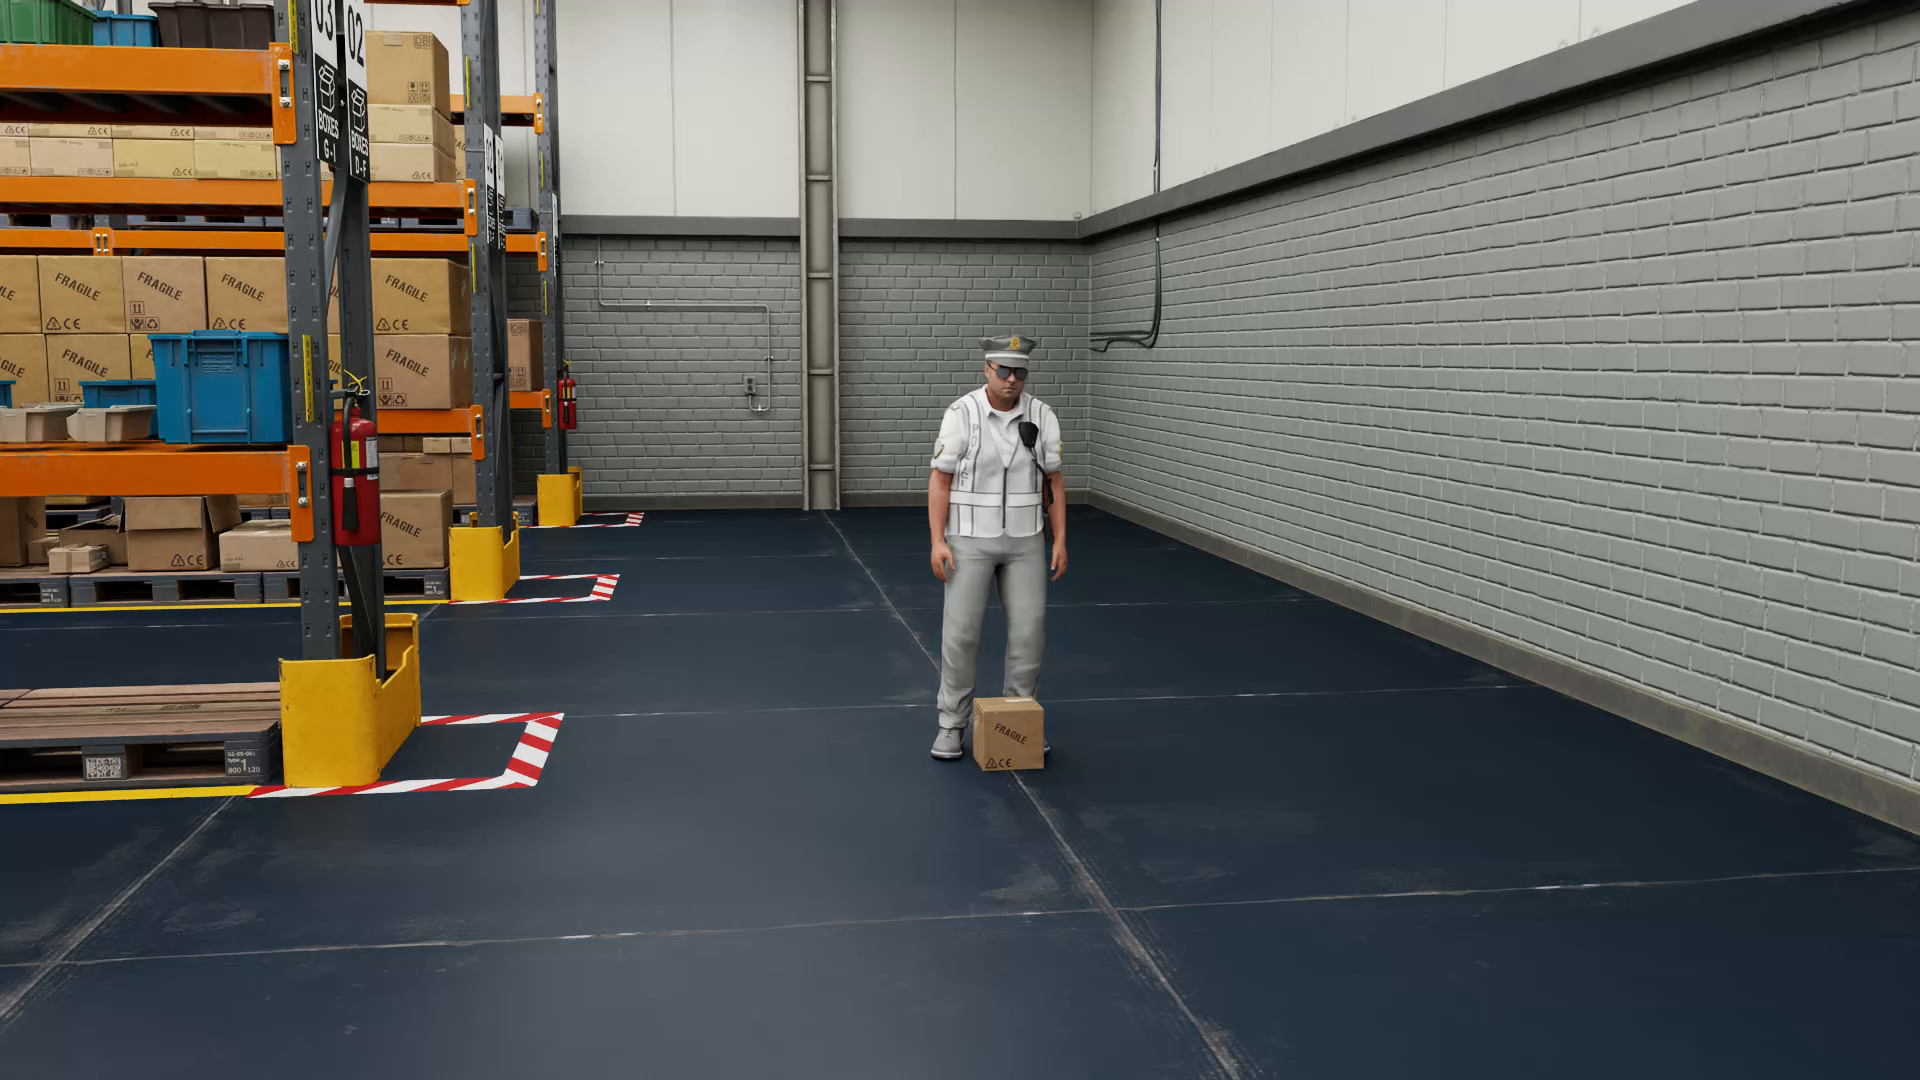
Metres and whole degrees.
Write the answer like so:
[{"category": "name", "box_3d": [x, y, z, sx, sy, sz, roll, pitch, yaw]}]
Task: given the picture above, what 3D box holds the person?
[{"category": "person", "box_3d": [0.151, 0.019, 7.013, 0.593, 1.748, 0.435, -1, 7, -10]}]
